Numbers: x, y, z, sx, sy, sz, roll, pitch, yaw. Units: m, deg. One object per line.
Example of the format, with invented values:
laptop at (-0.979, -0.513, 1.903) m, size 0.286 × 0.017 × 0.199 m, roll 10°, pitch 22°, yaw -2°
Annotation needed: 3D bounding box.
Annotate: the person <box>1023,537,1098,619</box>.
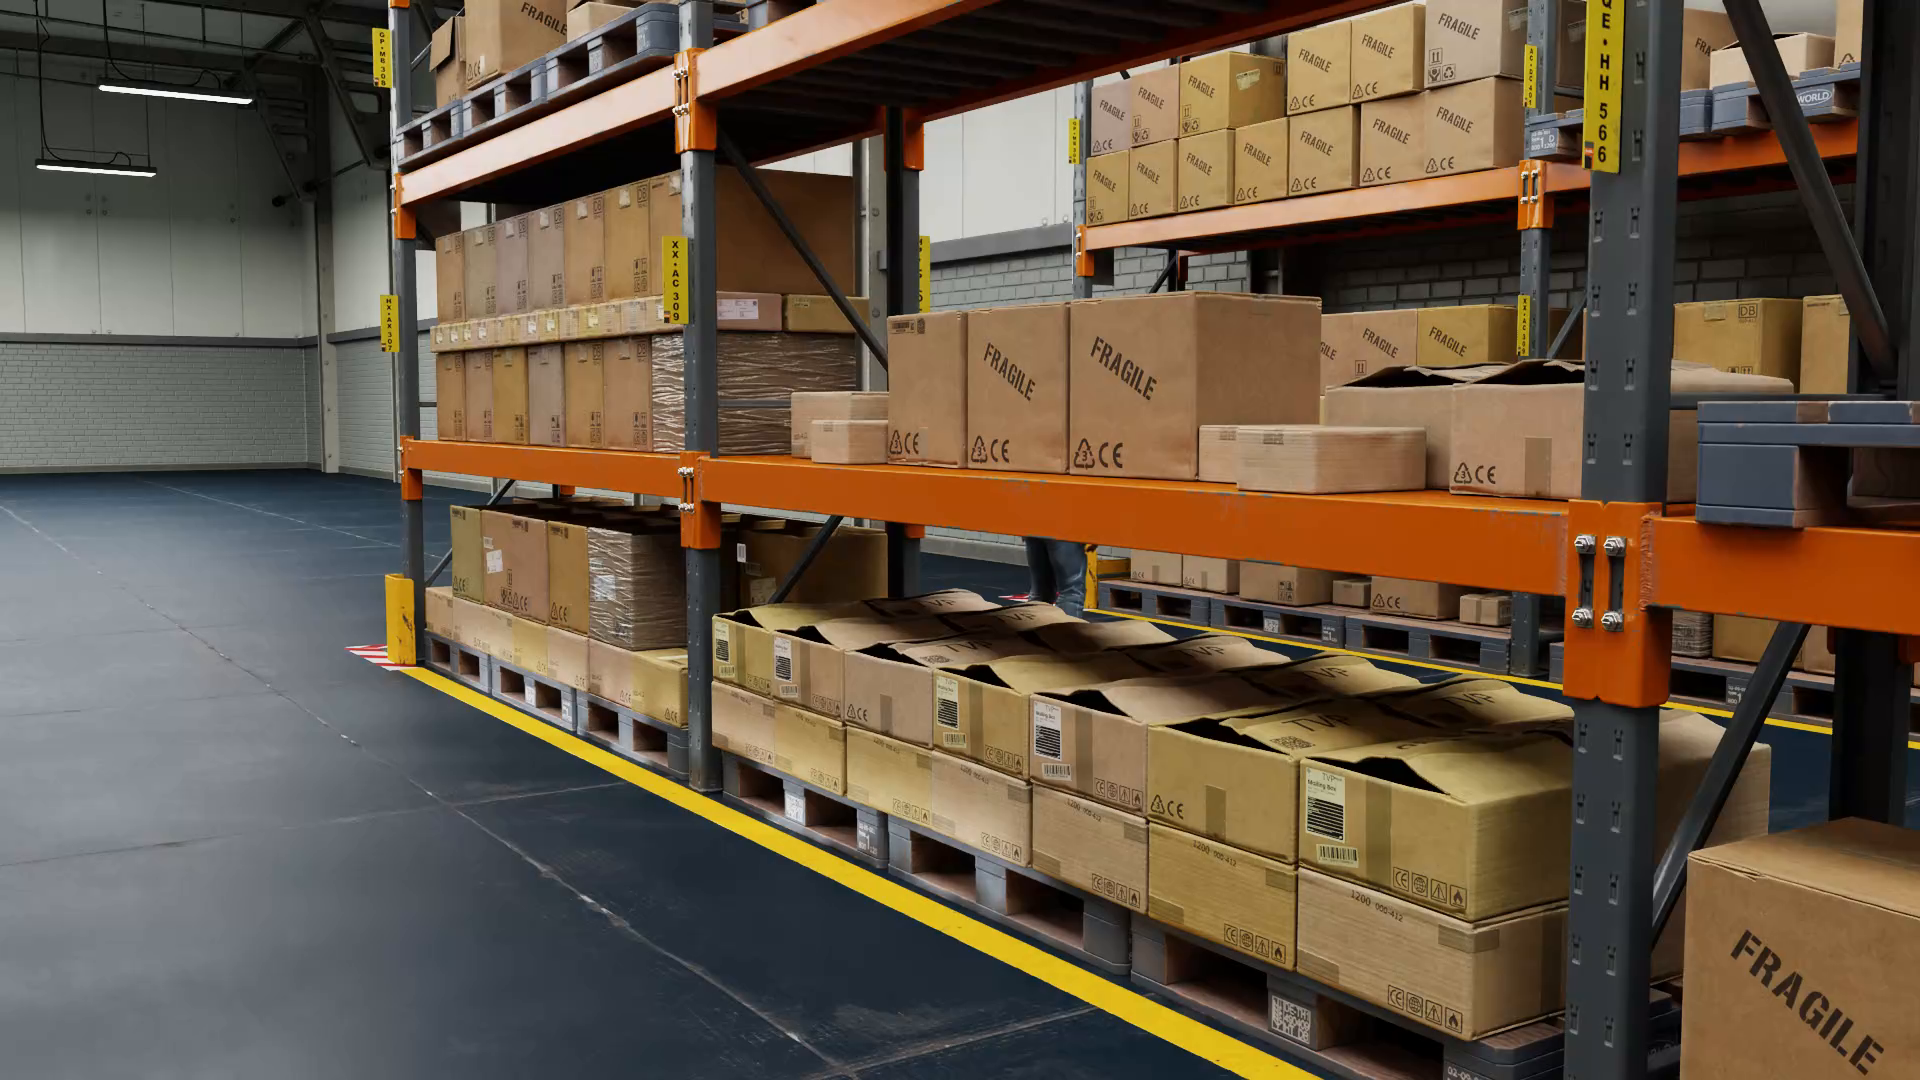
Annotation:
person at (0.536, -0.114, 9.125) m, size 0.463 × 1.760 × 0.632 m, roll -3°, pitch 6°, yaw -34°
